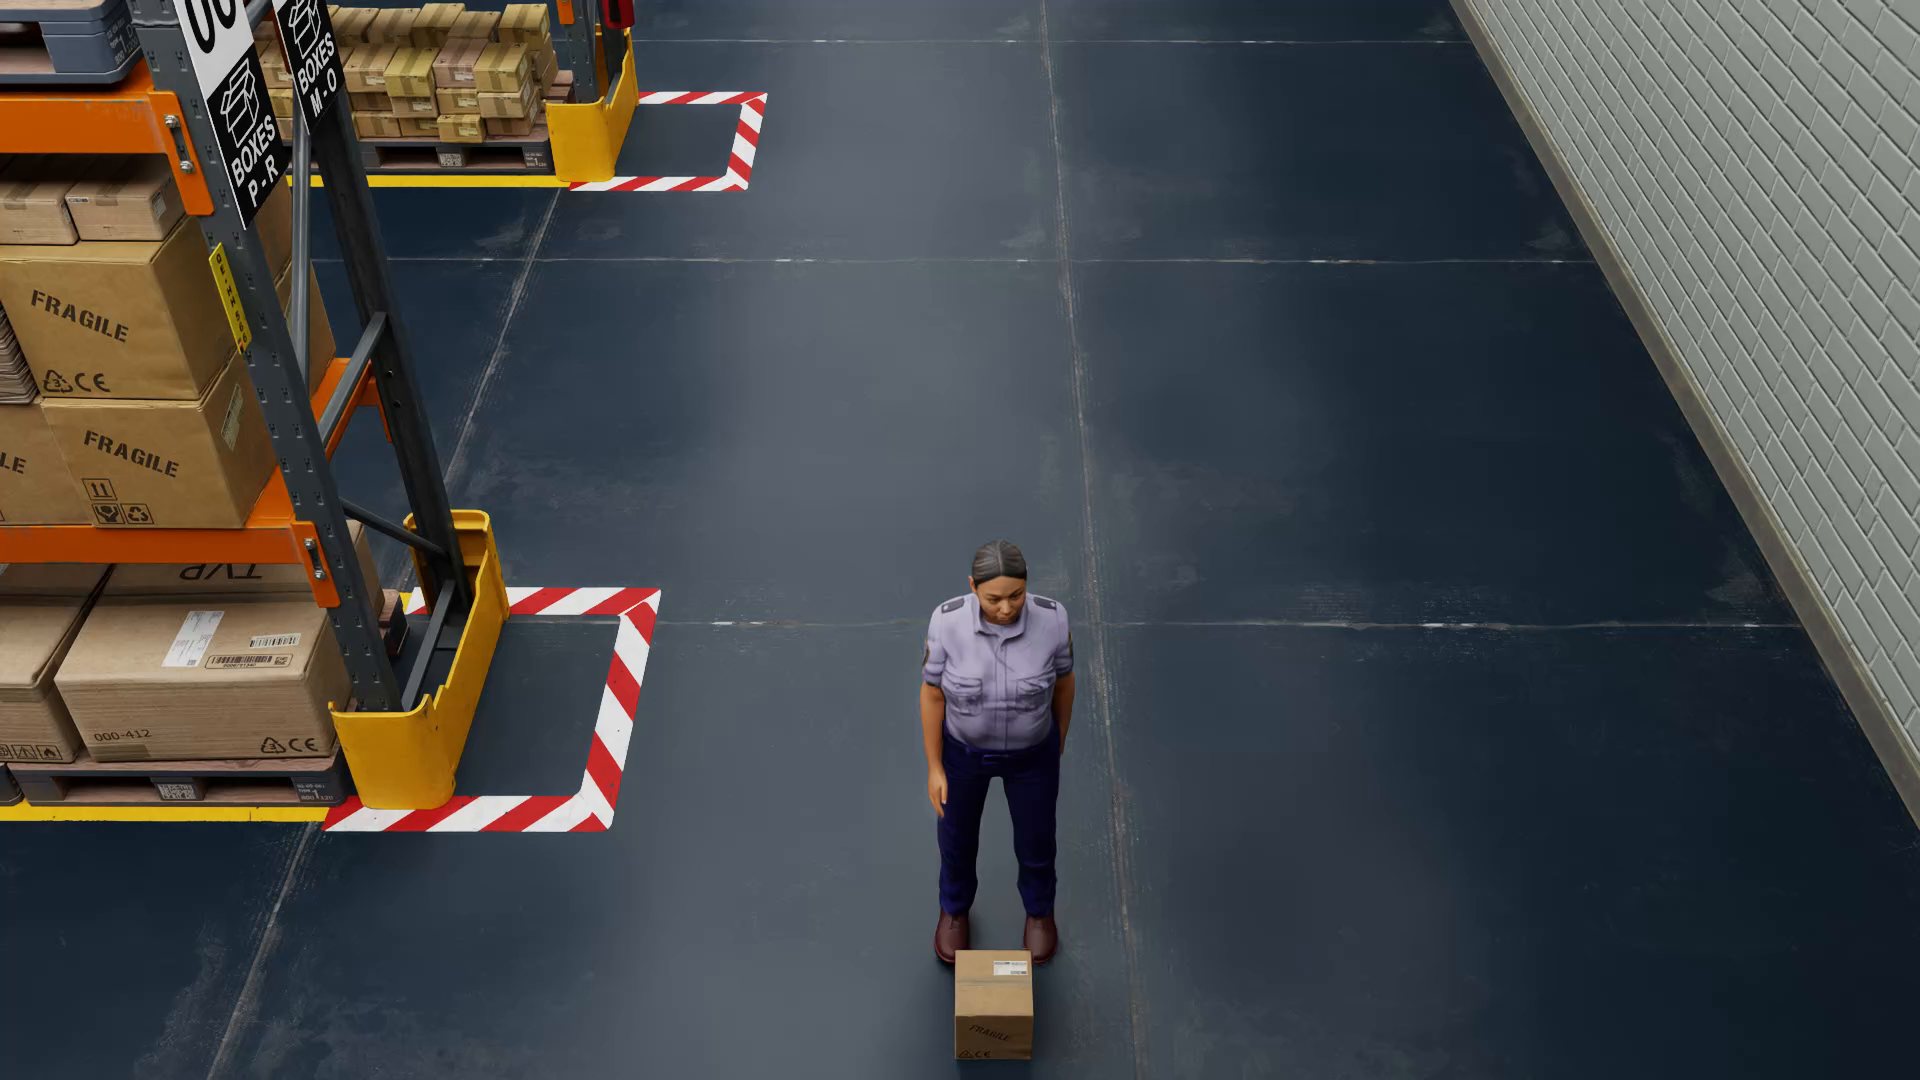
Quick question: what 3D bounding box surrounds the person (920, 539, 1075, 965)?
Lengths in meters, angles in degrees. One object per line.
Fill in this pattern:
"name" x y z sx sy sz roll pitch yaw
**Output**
"person" 0.118 0.700 5.318 0.487 1.668 0.423 0 40 1
